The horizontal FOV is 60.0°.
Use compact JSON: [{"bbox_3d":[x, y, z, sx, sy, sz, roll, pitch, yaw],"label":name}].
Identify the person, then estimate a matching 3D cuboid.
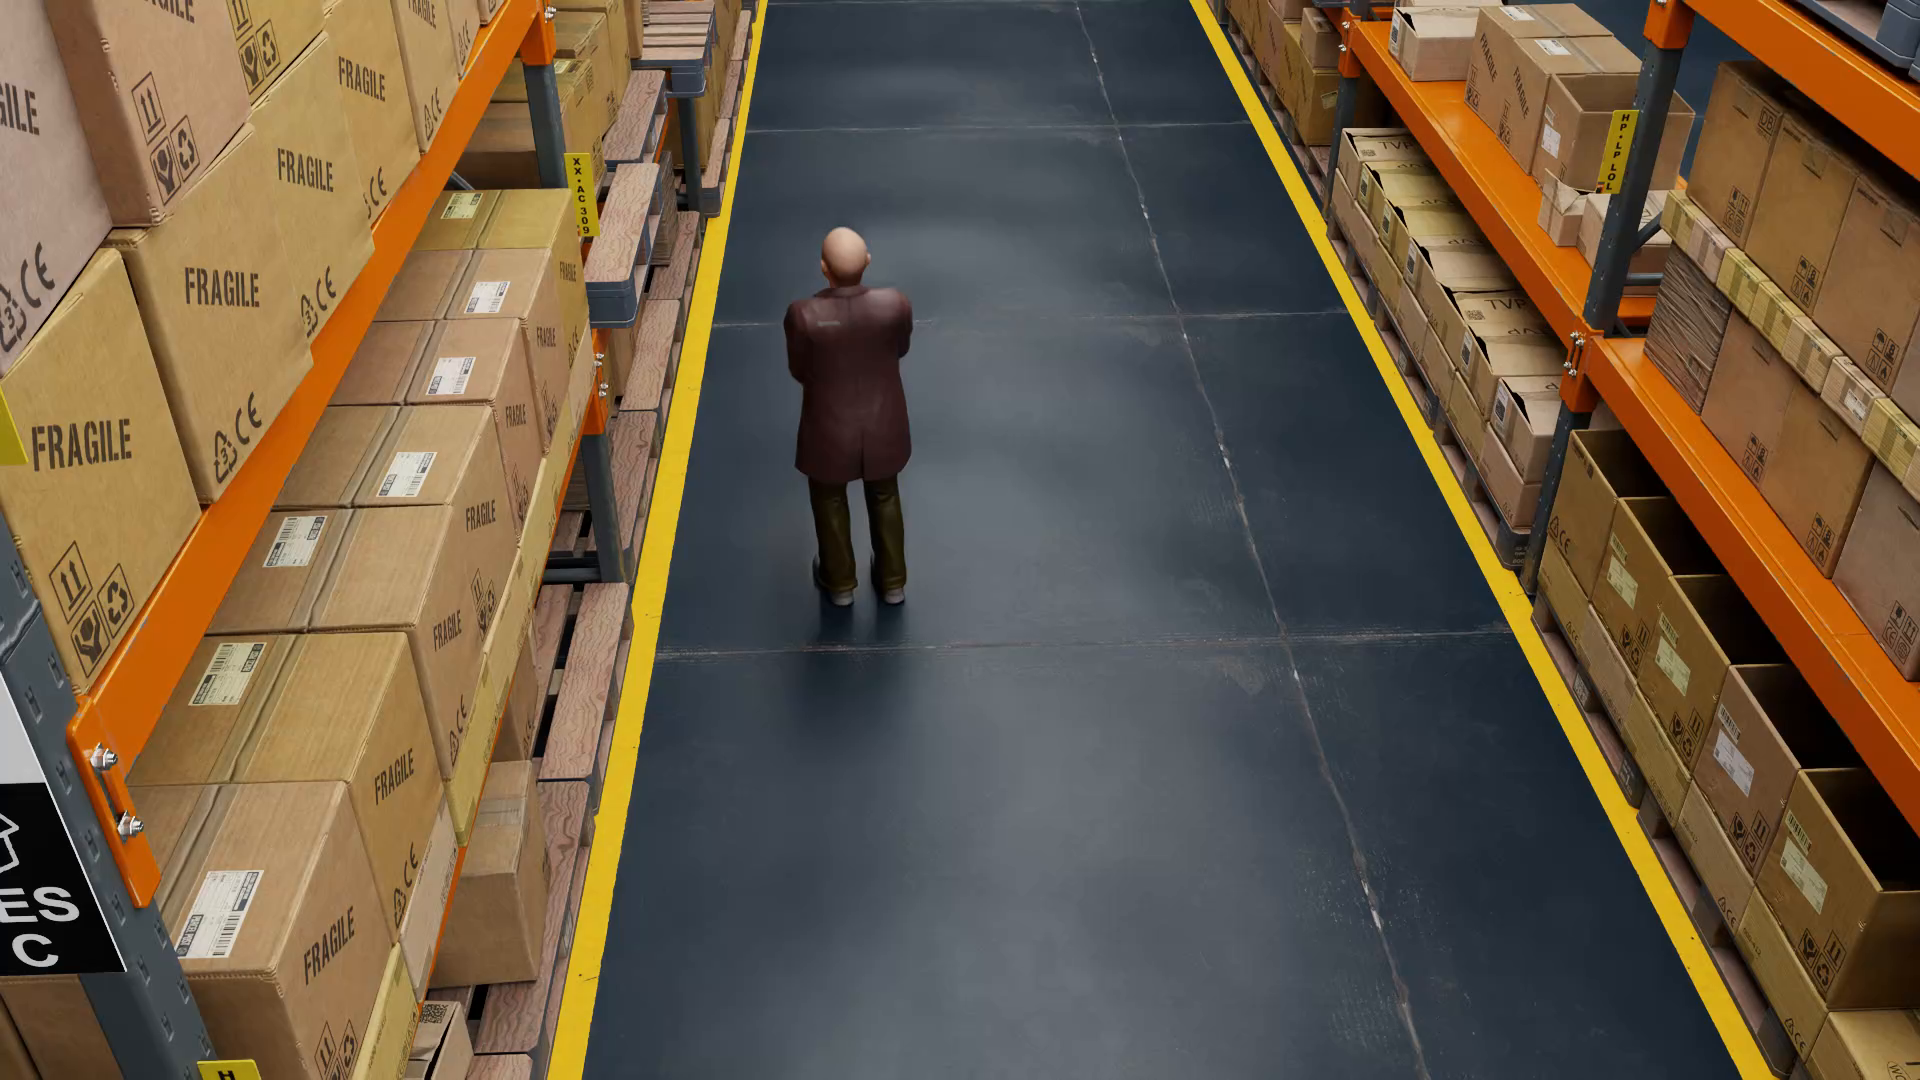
[{"bbox_3d":[-0.477,-0.548,6.952,0.530,1.769,0.563,-10,36,-14],"label":"person"}]
